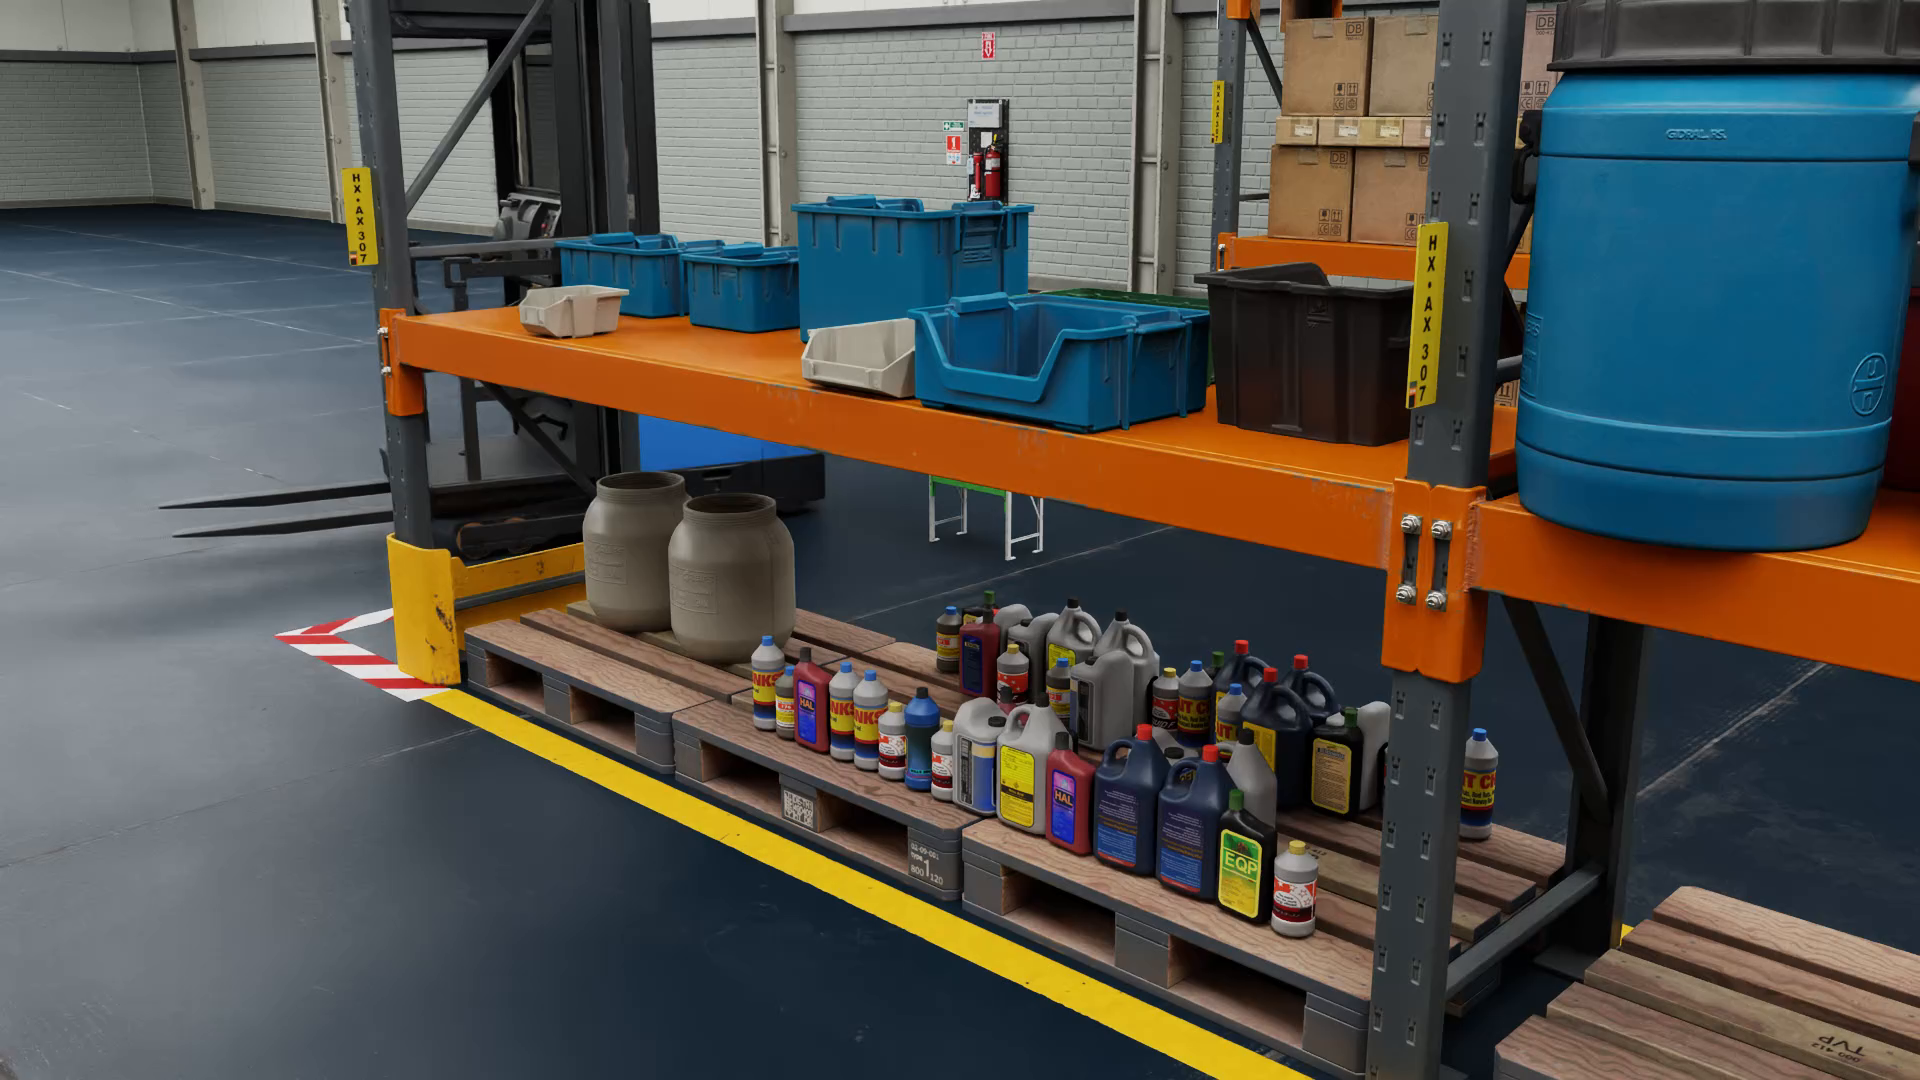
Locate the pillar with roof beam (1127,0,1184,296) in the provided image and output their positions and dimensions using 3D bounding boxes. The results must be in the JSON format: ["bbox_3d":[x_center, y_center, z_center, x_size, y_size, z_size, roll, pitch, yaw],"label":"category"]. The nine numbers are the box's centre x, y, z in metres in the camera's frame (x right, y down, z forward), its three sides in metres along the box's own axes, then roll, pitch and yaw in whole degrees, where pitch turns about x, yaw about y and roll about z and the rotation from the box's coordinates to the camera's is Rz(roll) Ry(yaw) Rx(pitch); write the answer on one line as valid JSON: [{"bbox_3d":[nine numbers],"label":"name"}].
[{"bbox_3d":[-0.981,-6.069,13.377,0.400,9.000,9.100,14,20,42],"label":"pillar with roof beam"}]

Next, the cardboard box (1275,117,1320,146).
[{"bbox_3d":[1.919,-2.218,9.009,0.250,0.149,0.380,13,20,42],"label":"cardboard box"}]

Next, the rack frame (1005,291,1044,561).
[{"bbox_3d":[0.295,-0.509,7.506,0.015,1.200,0.240,14,20,42],"label":"rack frame"}]

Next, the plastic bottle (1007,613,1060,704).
[{"bbox_3d":[0.234,0.356,5.147,0.135,0.276,0.152,13,19,41],"label":"plastic bottle"}]

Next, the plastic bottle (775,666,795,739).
[{"bbox_3d":[-0.491,0.469,4.862,0.097,0.201,0.097,0,15,0],"label":"plastic bottle"}]

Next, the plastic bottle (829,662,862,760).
[{"bbox_3d":[-0.319,0.477,4.692,0.097,0.271,0.097,0,15,0],"label":"plastic bottle"}]

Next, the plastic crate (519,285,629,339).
[{"bbox_3d":[-1.234,-0.722,5.277,0.250,0.136,0.298,14,20,42],"label":"plastic crate"}]

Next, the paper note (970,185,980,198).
[{"bbox_3d":[0.175,-4.004,19.097,0.142,0.148,0.016,14,20,42],"label":"paper note"}]

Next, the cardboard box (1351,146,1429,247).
[{"bbox_3d":[2.494,-1.836,8.832,0.700,0.500,0.500,-14,20,-43],"label":"cardboard box"}]

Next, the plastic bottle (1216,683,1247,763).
[{"bbox_3d":[0.743,0.523,4.515,0.097,0.271,0.097,0,15,0],"label":"plastic bottle"}]

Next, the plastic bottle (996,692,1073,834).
[{"bbox_3d":[0.190,0.554,4.238,0.185,0.351,0.144,14,20,42],"label":"plastic bottle"}]

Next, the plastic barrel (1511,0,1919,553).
[{"bbox_3d":[1.292,-0.485,2.848,0.708,0.901,0.600,14,20,42],"label":"plastic barrel"}]

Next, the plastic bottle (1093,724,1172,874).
[{"bbox_3d":[0.423,0.610,4.021,0.185,0.351,0.144,12,19,39],"label":"plastic bottle"}]

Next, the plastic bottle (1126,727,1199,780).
[{"bbox_3d":[0.508,0.615,4.151,0.135,0.276,0.152,14,20,42],"label":"plastic bottle"}]

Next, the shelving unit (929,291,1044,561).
[{"bbox_3d":[0.119,-0.552,7.670,0.503,1.200,0.258,14,20,42],"label":"shelving unit"}]

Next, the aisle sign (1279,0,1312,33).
[{"bbox_3d":[1.943,-3.286,9.438,0.004,0.787,0.394,14,20,42],"label":"aisle sign"}]

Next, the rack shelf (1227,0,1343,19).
[{"bbox_3d":[3.226,-2.716,7.886,4.000,0.370,1.077,14,20,42],"label":"rack shelf"}]

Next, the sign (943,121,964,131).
[{"bbox_3d":[-0.075,-4.774,19.182,0.331,0.109,0.001,14,20,42],"label":"sign"}]

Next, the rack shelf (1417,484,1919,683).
[{"bbox_3d":[2.664,0.334,2.130,4.000,0.370,1.077,14,20,42],"label":"rack shelf"}]

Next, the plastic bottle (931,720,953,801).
[{"bbox_3d":[-0.028,0.581,4.429,0.097,0.201,0.097,0,15,0],"label":"plastic bottle"}]

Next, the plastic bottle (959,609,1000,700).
[{"bbox_3d":[0.060,0.347,5.165,0.133,0.283,0.061,14,20,42],"label":"plastic bottle"}]

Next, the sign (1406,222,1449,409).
[{"bbox_3d":[0.835,-0.401,2.971,0.005,0.325,0.100,14,20,42],"label":"sign"}]

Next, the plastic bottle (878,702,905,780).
[{"bbox_3d":[-0.176,0.545,4.567,0.097,0.201,0.097,0,15,0],"label":"plastic bottle"}]

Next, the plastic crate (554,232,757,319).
[{"bbox_3d":[-1.087,-0.959,5.960,0.616,0.251,0.499,14,20,42],"label":"plastic crate"}]

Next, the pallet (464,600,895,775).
[{"bbox_3d":[-0.986,0.433,5.853,1.213,0.211,1.003,14,20,42],"label":"pallet"}]

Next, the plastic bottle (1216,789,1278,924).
[{"bbox_3d":[0.649,0.713,3.763,0.061,0.283,0.133,-13,20,-41],"label":"plastic bottle"}]

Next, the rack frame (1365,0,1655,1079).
[{"bbox_3d":[1.225,-0.365,3.382,0.127,3.000,1.000,14,20,42],"label":"rack frame"}]

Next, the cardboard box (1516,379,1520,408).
[{"bbox_3d":[3.096,-0.801,8.192,0.500,0.500,0.500,14,20,42],"label":"cardboard box"}]

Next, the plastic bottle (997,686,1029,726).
[{"bbox_3d":[0.150,0.538,4.433,0.133,0.283,0.061,14,20,42],"label":"plastic bottle"}]

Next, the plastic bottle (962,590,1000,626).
[{"bbox_3d":[0.068,0.296,5.362,0.061,0.283,0.133,-14,20,-43],"label":"plastic bottle"}]

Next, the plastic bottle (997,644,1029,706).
[{"bbox_3d":[0.161,0.418,5.057,0.097,0.201,0.097,0,15,0],"label":"plastic bottle"}]

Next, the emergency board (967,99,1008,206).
[{"bbox_3d":[0.254,-4.387,18.819,0.643,1.169,0.194,14,20,42],"label":"emergency board"}]

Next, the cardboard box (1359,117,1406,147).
[{"bbox_3d":[2.289,-2.128,8.665,0.250,0.149,0.380,14,20,42],"label":"cardboard box"}]

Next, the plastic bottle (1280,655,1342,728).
[{"bbox_3d":[0.932,0.488,4.492,0.144,0.351,0.185,-14,20,-43],"label":"plastic bottle"}]

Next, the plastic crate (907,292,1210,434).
[{"bbox_3d":[0.239,-0.437,3.955,0.616,0.251,0.499,14,20,42],"label":"plastic crate"}]

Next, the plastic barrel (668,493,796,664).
[{"bbox_3d":[-0.767,0.125,5.604,0.421,0.512,0.421,0,15,0],"label":"plastic barrel"}]

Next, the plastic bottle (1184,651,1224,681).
[{"bbox_3d":[0.706,0.451,4.767,0.061,0.283,0.133,-13,20,-42],"label":"plastic bottle"}]

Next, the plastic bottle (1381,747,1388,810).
[{"bbox_3d":[1.153,0.606,4.336,0.097,0.201,0.097,0,15,0],"label":"plastic bottle"}]

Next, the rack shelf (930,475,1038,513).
[{"bbox_3d":[0.119,-0.258,7.746,0.480,0.148,0.258,14,20,42],"label":"rack shelf"}]

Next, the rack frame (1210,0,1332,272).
[{"bbox_3d":[1.786,-1.963,9.517,0.127,3.000,1.000,14,20,42],"label":"rack frame"}]

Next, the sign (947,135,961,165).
[{"bbox_3d":[-0.072,-4.520,19.258,0.234,0.329,0.001,14,20,42],"label":"sign"}]

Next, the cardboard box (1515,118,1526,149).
[{"bbox_3d":[2.847,-1.993,8.145,0.250,0.149,0.380,13,20,41],"label":"cardboard box"}]

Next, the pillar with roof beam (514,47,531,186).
[{"bbox_3d":[-9.620,-8.169,21.437,0.400,9.000,9.100,14,20,42],"label":"pillar with roof beam"}]

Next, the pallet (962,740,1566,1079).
[{"bbox_3d":[0.770,0.860,4.214,1.213,0.211,1.003,14,20,42],"label":"pallet"}]

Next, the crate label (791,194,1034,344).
[{"bbox_3d":[-0.142,-0.809,5.017,0.616,0.435,0.502,14,20,42],"label":"crate label"}]

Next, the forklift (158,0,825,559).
[{"bbox_3d":[-2.223,-1.483,7.810,3.031,2.935,1.130,-8,17,-29],"label":"forklift"}]

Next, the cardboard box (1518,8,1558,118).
[{"bbox_3d":[2.897,-2.367,8.295,0.500,0.500,0.700,14,20,42],"label":"cardboard box"}]

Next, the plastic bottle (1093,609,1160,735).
[{"bbox_3d":[0.490,0.380,4.904,0.185,0.351,0.144,13,20,42],"label":"plastic bottle"}]

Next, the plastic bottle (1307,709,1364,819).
[{"bbox_3d":[0.974,0.569,4.312,0.133,0.283,0.061,14,20,42],"label":"plastic bottle"}]

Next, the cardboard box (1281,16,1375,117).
[{"bbox_3d":[2.151,-2.546,8.983,0.500,0.500,0.700,14,20,42],"label":"cardboard box"}]

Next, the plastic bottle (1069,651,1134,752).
[{"bbox_3d":[0.405,0.448,4.794,0.135,0.276,0.152,14,20,42],"label":"plastic bottle"}]
